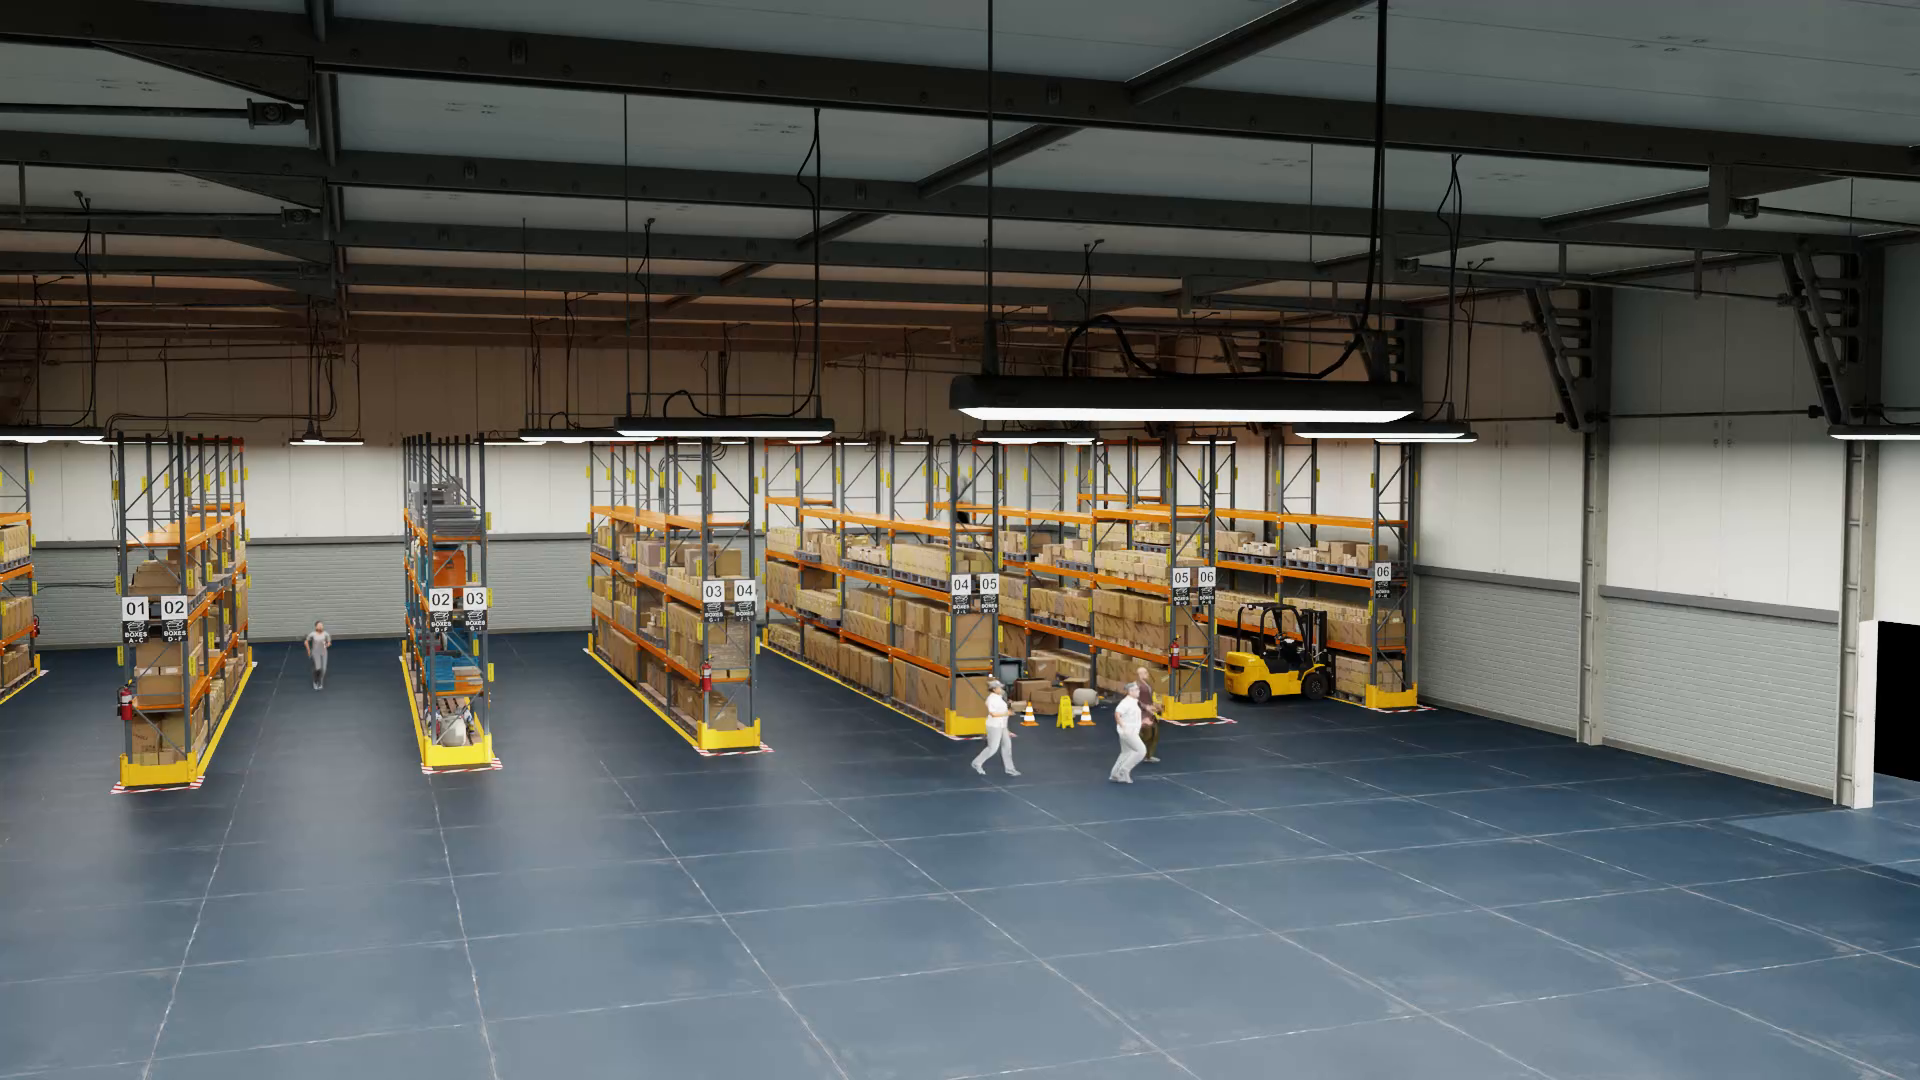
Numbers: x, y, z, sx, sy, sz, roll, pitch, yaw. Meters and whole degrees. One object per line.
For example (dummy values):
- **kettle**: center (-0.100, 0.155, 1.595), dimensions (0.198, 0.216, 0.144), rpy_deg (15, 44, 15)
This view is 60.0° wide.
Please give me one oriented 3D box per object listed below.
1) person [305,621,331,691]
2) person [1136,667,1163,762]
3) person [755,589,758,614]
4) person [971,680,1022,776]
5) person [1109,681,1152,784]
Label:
- **person**: center (-15.047, 2.716, 39.075), dimensions (0.537, 1.640, 0.649), rpy_deg (-2, 4, -36)
- **person**: center (3.316, 3.176, 30.274), dimensions (0.707, 1.727, 0.713), rpy_deg (2, 4, 27)
- **person**: center (-6.269, 2.176, 49.296), dimensions (0.447, 1.598, 0.778), rpy_deg (-2, 4, -33)
- **person**: center (0.631, 3.264, 28.869), dimensions (0.880, 1.665, 0.608), rpy_deg (1, 3, 14)
- **person**: center (2.921, 3.275, 28.398), dimensions (0.722, 1.744, 0.581), rpy_deg (1, 3, 9)
